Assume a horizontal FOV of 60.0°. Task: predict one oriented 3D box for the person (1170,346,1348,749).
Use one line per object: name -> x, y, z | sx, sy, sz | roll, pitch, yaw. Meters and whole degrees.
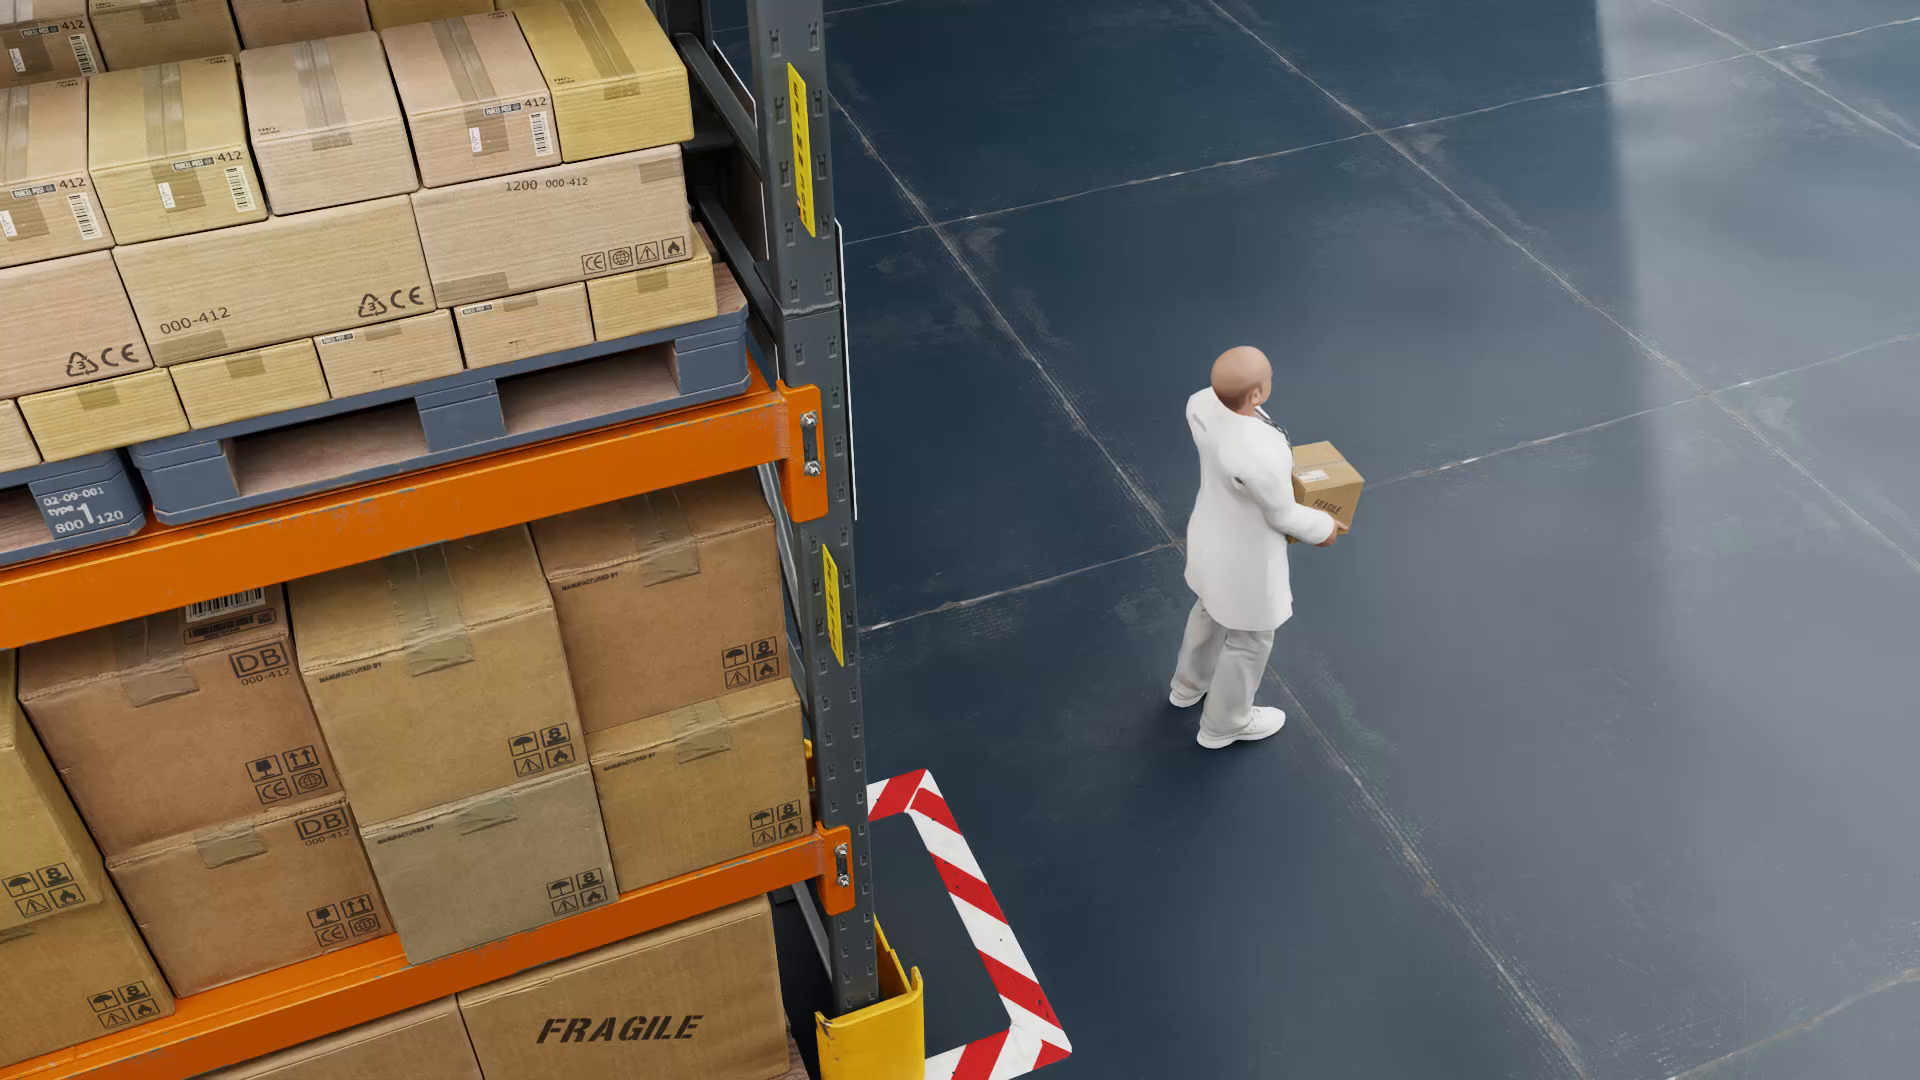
person -> 1.111, 0.002, 6.170 | 0.553, 1.771, 0.531 | -15, 43, -17
